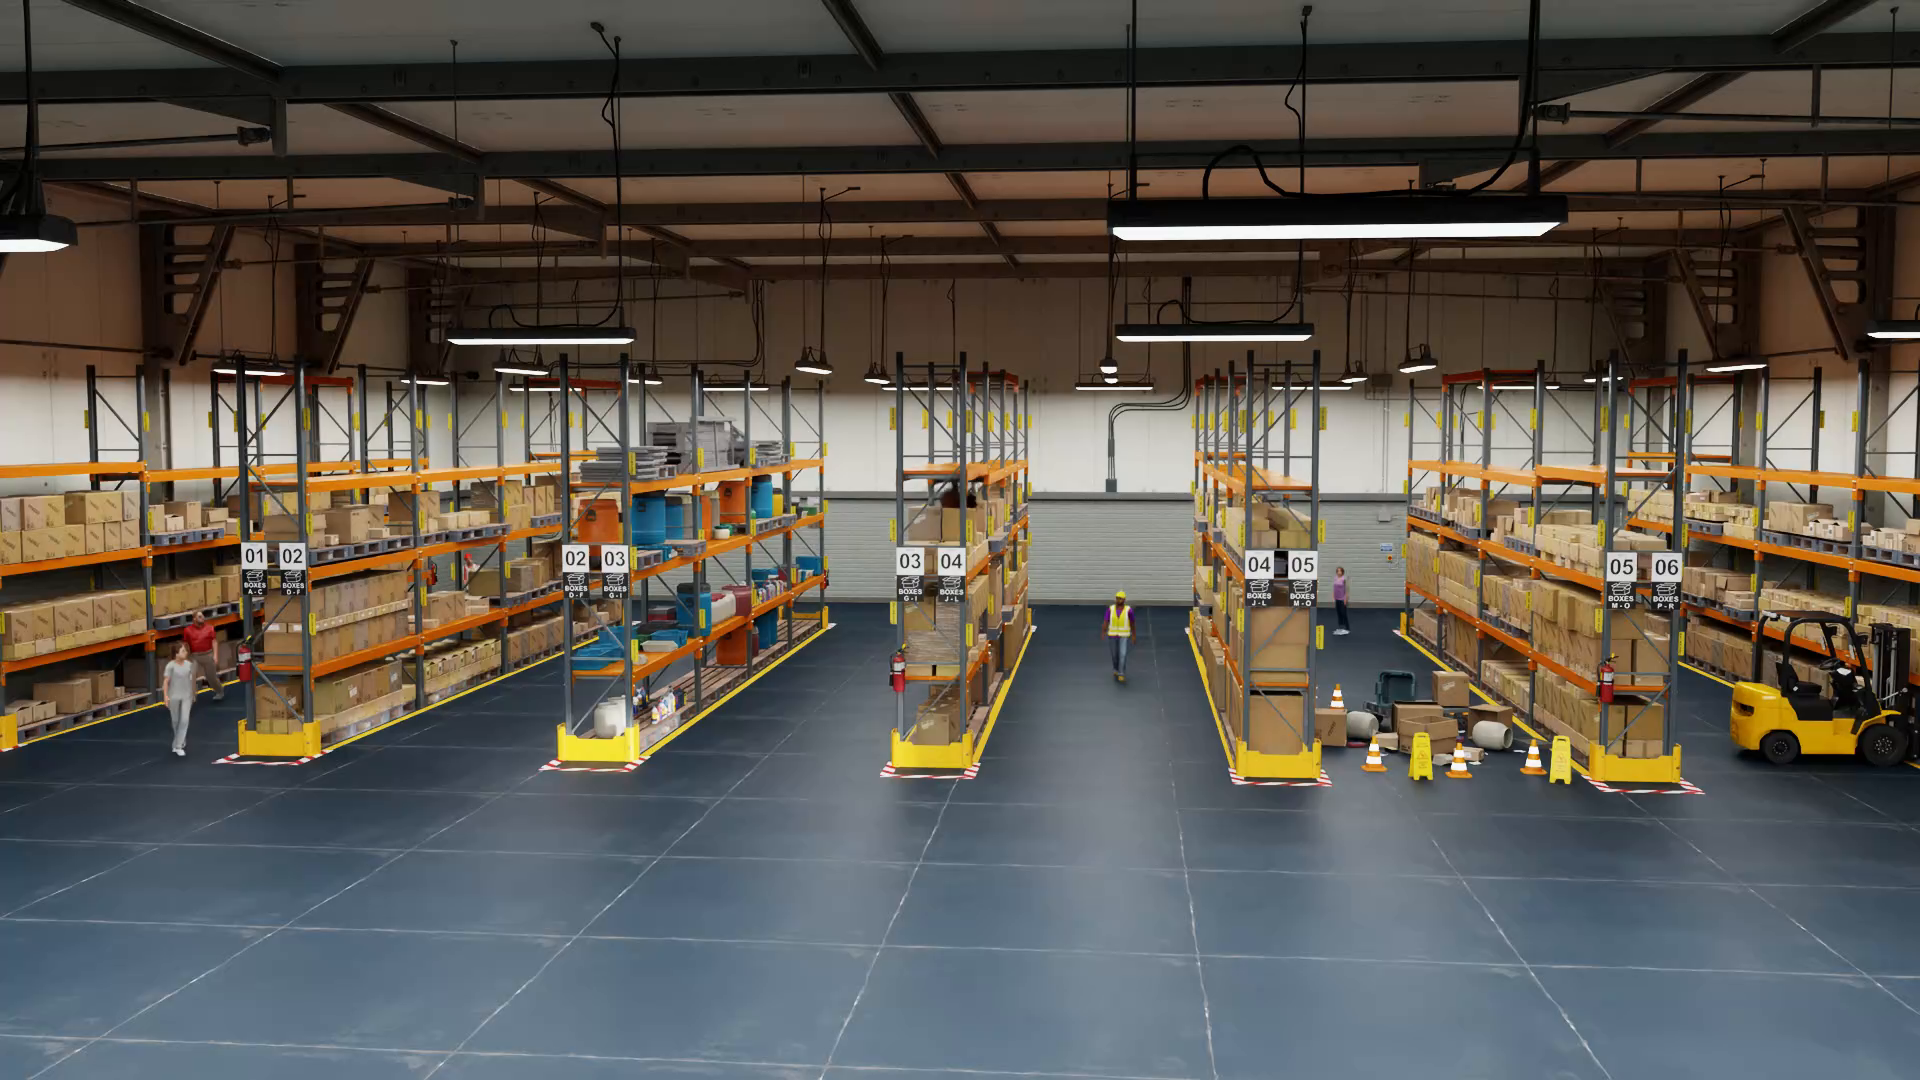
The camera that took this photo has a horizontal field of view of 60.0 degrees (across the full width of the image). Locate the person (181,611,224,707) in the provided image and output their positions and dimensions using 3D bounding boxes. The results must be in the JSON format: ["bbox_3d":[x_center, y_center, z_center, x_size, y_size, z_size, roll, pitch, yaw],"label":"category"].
[{"bbox_3d":[-13.390,2.084,29.313,0.647,1.679,1.024,0,4,0],"label":"person"}]

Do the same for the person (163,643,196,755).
[{"bbox_3d":[-11.829,2.402,25.202,0.465,1.681,0.622,-2,5,-31],"label":"person"}]

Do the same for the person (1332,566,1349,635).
[{"bbox_3d":[8.973,1.439,39.132,0.369,1.578,0.455,-2,5,-26],"label":"person"}]

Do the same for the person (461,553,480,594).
[{"bbox_3d":[-12.003,1.207,40.896,0.581,1.767,0.829,-1,4,-8],"label":"person"}]

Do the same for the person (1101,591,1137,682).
[{"bbox_3d":[3.062,1.854,32.124,0.638,1.722,1.036,1,4,16],"label":"person"}]
